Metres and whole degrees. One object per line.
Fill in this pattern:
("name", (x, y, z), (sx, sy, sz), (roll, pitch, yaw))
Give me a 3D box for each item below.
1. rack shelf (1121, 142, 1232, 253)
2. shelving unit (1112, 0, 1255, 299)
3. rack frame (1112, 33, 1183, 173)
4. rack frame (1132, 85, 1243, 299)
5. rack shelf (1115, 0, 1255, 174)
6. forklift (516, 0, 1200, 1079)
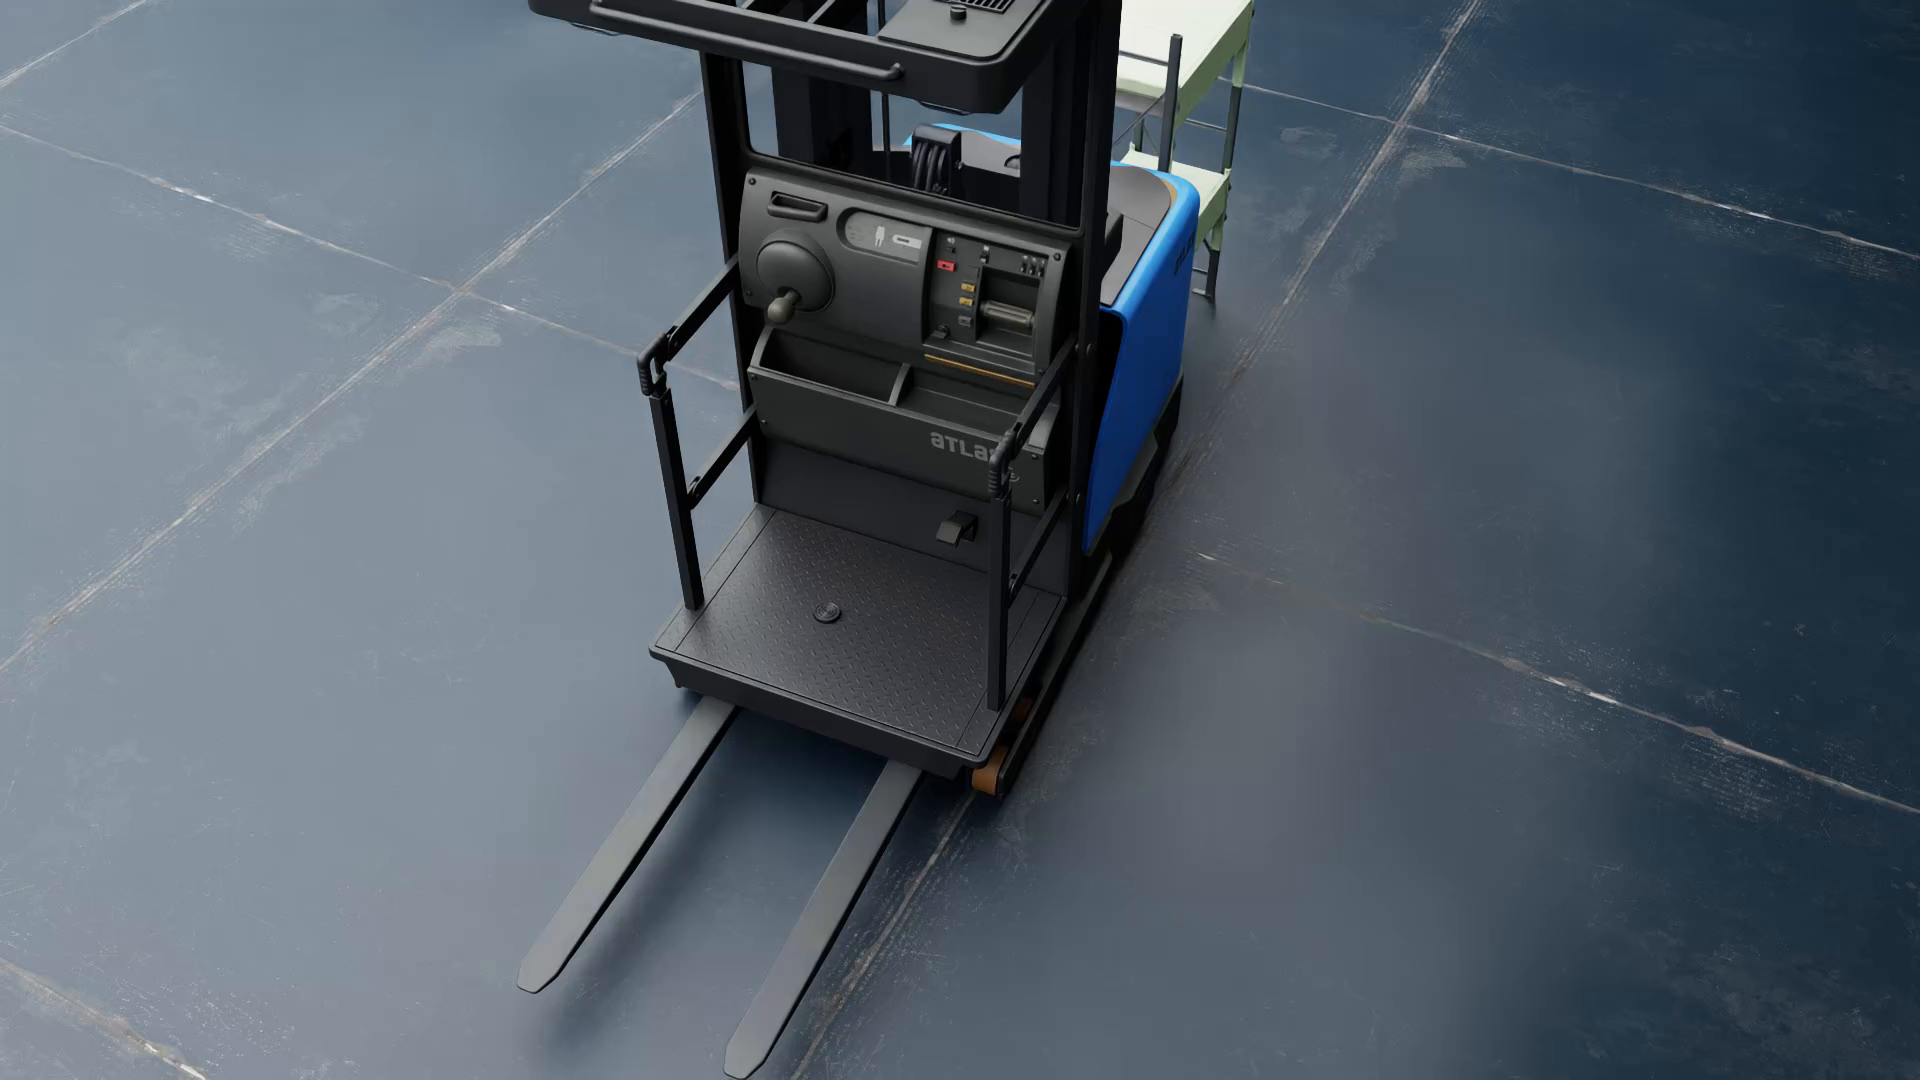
("rack shelf", (0.681, -1.112, 6.253), (0.431, 0.370, 0.720), (20, 49, 19))
("shelving unit", (0.681, -1.341, 6.021), (0.431, 1.500, 0.755), (20, 49, 19))
("rack frame", (0.515, -1.109, 5.792), (0.400, 1.500, 0.023), (20, 49, 19))
("rack frame", (0.846, -1.574, 6.251), (0.400, 1.500, 0.023), (20, 49, 19))
("rack shelf", (0.681, -1.616, 5.744), (0.431, 0.370, 0.720), (20, 49, 19))
("forklift", (-0.247, -0.618, 4.300), (1.130, 2.935, 3.031), (17, 48, 16))
